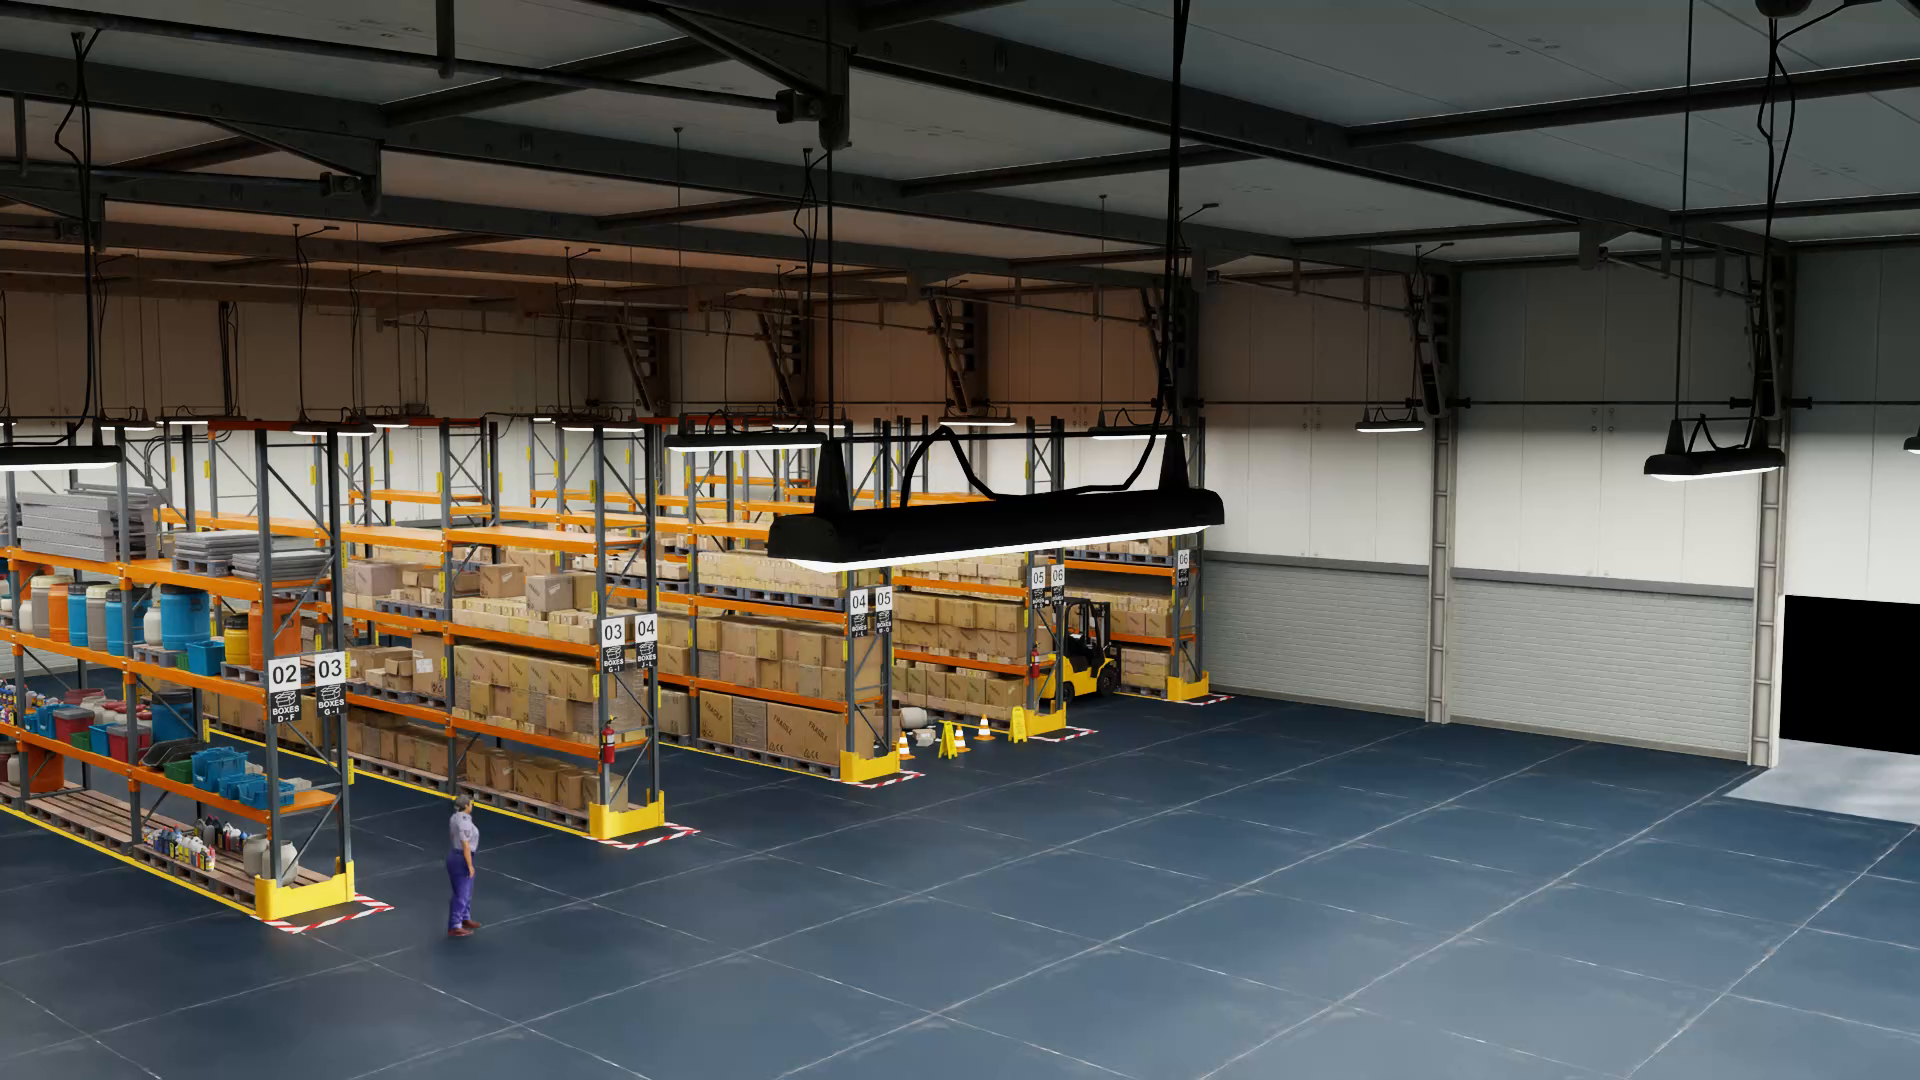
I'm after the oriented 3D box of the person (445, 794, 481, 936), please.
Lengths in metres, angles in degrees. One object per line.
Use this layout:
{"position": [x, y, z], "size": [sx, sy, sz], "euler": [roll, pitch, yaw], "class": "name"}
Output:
{"position": [-5.945, 3.860, 19.858], "size": [0.407, 1.656, 0.553], "euler": [-2, 5, -22], "class": "person"}
